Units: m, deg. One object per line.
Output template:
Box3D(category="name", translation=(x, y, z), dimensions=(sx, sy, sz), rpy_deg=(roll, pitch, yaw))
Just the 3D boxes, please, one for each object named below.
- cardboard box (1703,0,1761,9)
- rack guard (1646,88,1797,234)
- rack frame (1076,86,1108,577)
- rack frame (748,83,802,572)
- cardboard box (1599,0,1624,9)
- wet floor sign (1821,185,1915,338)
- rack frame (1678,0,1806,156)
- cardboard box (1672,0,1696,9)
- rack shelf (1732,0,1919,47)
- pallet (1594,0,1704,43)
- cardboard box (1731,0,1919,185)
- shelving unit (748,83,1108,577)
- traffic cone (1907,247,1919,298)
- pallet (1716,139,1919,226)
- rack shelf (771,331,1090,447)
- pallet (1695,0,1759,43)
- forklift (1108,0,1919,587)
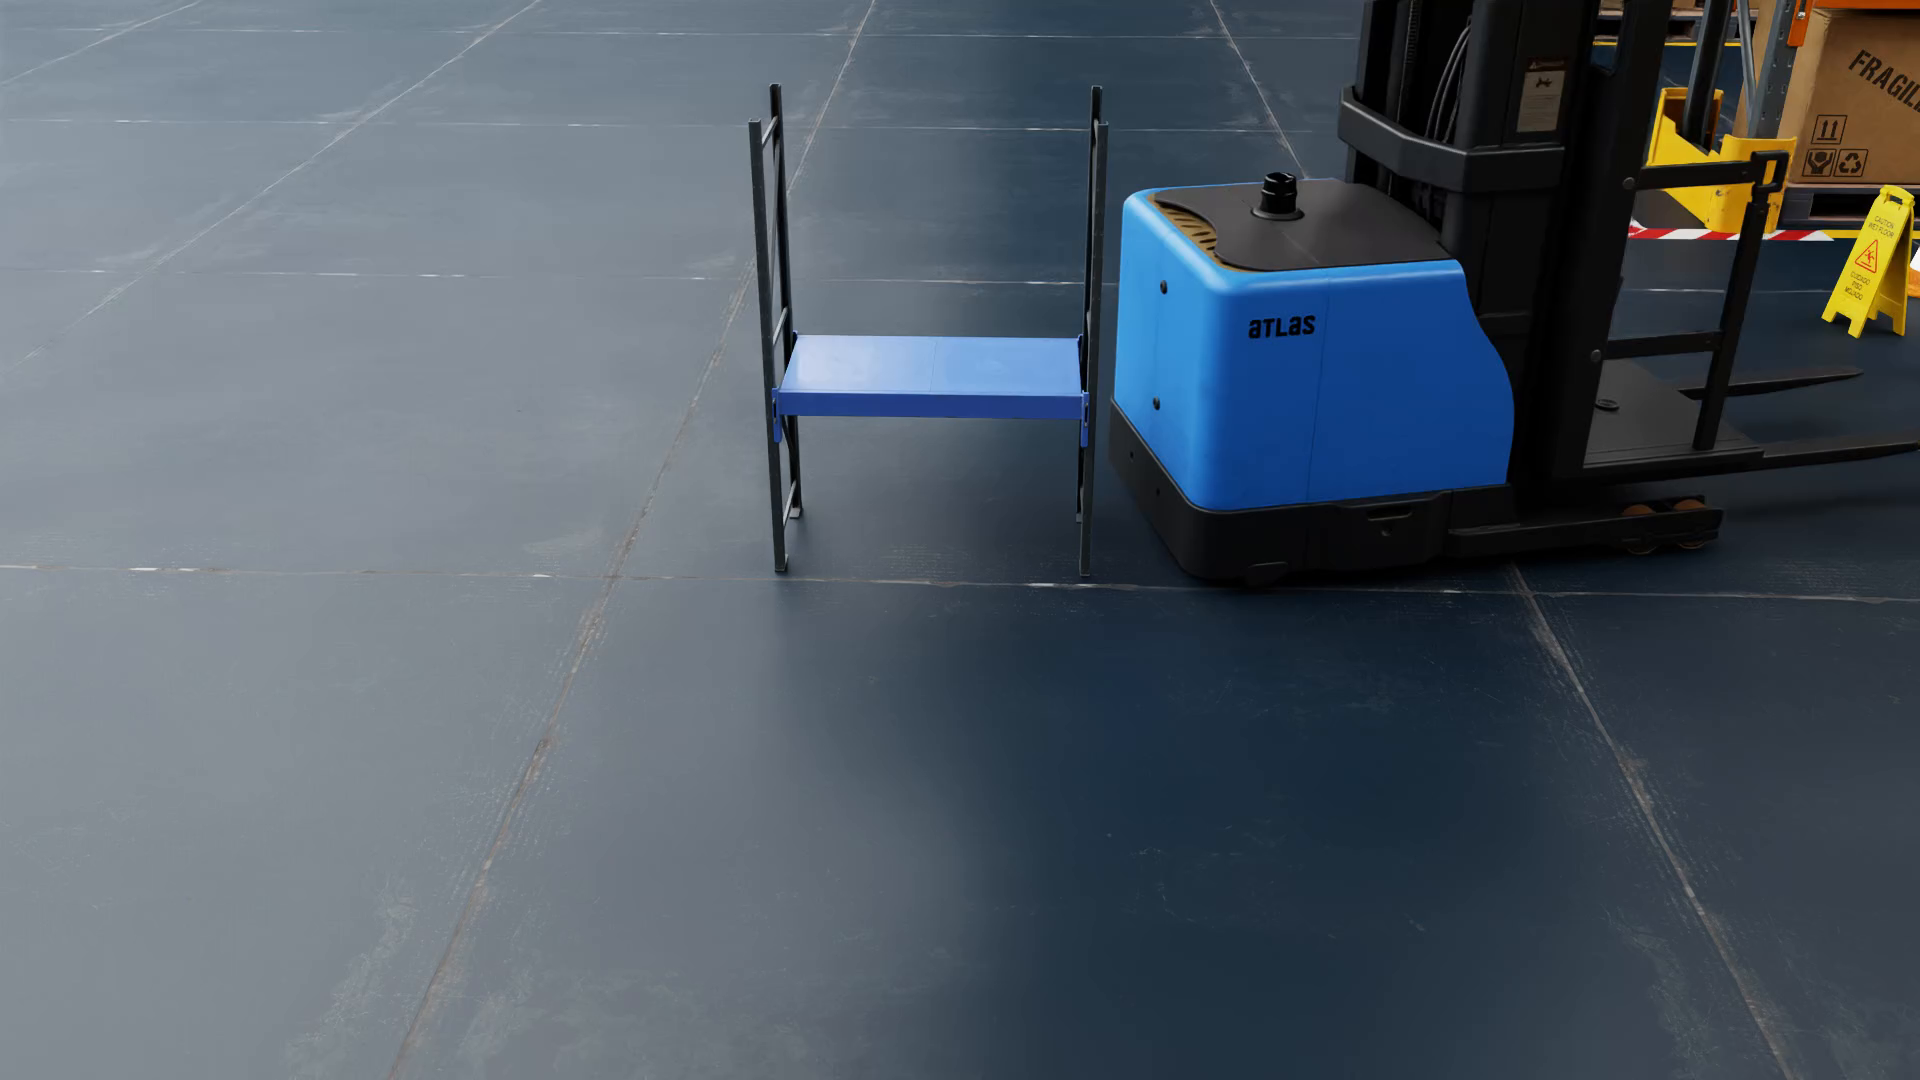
Box3D(category="cardboard box", translation=(6.336, -4.593, 13.432), dimensions=(0.500, 0.500, 0.500), rpy_deg=(4, 28, 7))
Box3D(category="rack guard", translation=(4.189, -2.119, 9.213), dimensions=(0.348, 0.500, 1.175), rpy_deg=(1, 28, 2))
Box3D(category="rack frame", translation=(0.423, -0.656, 5.386), dimensions=(0.032, 1.500, 0.500), rpy_deg=(1, 28, 2))
Box3D(category="rack frame", translation=(-0.593, -0.672, 5.417), dimensions=(0.032, 1.500, 0.500), rpy_deg=(1, 28, 2))
Box3D(category="cardboard box", translation=(5.113, -4.606, 13.457), dimensions=(0.500, 0.500, 0.500), rpy_deg=(6, 29, 11))
Box3D(category="wet floor sign", translation=(4.114, -1.256, 7.431), dimensions=(0.232, 0.644, 0.267), rpy_deg=(-4, 28, -7))
Box3D(category="rack frame", translation=(4.213, -3.223, 8.627), dimensions=(0.127, 3.000, 1.000), rpy_deg=(1, 28, 2))
Box3D(category="cardboard box", translation=(5.711, -4.612, 13.468), dimensions=(0.500, 0.500, 0.500), rpy_deg=(8, 29, 15))
Box3D(category="rack shelf", translation=(6.212, -2.872, 8.733), dimensions=(4.000, 0.370, 1.077), rpy_deg=(1, 28, 2))
Box3D(category="pallet", translation=(5.376, -4.280, 13.598), dimensions=(1.213, 0.211, 1.003), rpy_deg=(1, 28, 2))
Box3D(category="cardboard box", translation=(4.893, -2.490, 9.064), dimensions=(0.875, 0.875, 0.875), rpy_deg=(1, 28, 2))
Box3D(category="shelving unit", translation=(-0.085, -0.664, 5.401), dimensions=(1.048, 1.500, 0.538), rpy_deg=(1, 28, 2))
Box3D(category="traffic cone", translation=(4.694, -1.429, 7.951), dimensions=(0.334, 0.463, 0.336), rpy_deg=(1, 28, 2))
Box3D(category="pallet", translation=(5.015, -2.014, 9.325), dimensions=(1.213, 0.211, 1.003), rpy_deg=(1, 28, 2))
Box3D(category="rack shelf", translation=(-0.085, -0.505, 5.486), dimensions=(1.000, 0.185, 0.538), rpy_deg=(1, 28, 2))
Box3D(category="pallet", translation=(6.592, -4.258, 13.557), dimensions=(1.213, 0.211, 1.003), rpy_deg=(1, 28, 2))
Box3D(category="forklift", translation=(2.119, -1.481, 5.415), dimensions=(3.031, 2.935, 1.130), rpy_deg=(-6, 28, -11))
